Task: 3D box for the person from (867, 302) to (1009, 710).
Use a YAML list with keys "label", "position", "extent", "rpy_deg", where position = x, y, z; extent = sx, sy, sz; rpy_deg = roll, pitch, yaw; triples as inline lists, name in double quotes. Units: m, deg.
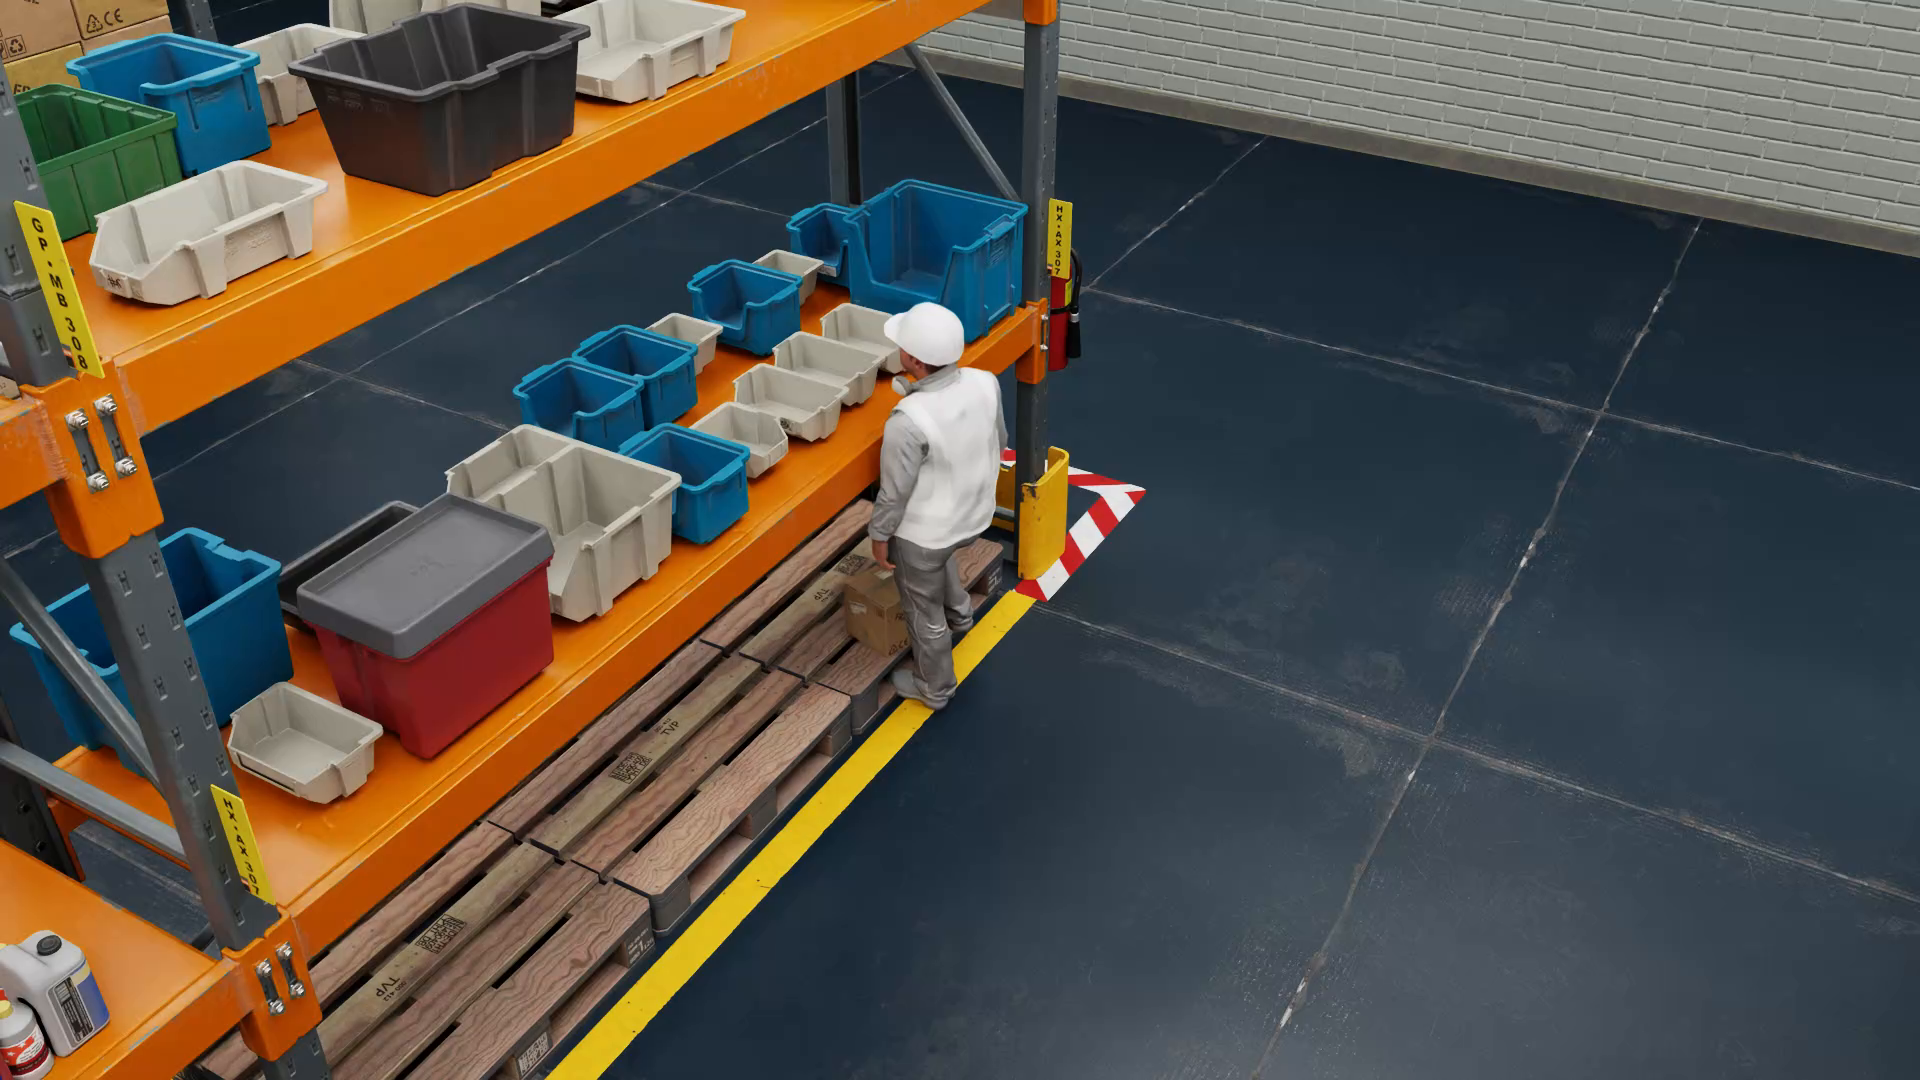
- label: "person"
  position: [-0.146, -0.133, 6.298]
  extent: [0.624, 1.777, 0.613]
  rpy_deg: [-27, 43, -34]
